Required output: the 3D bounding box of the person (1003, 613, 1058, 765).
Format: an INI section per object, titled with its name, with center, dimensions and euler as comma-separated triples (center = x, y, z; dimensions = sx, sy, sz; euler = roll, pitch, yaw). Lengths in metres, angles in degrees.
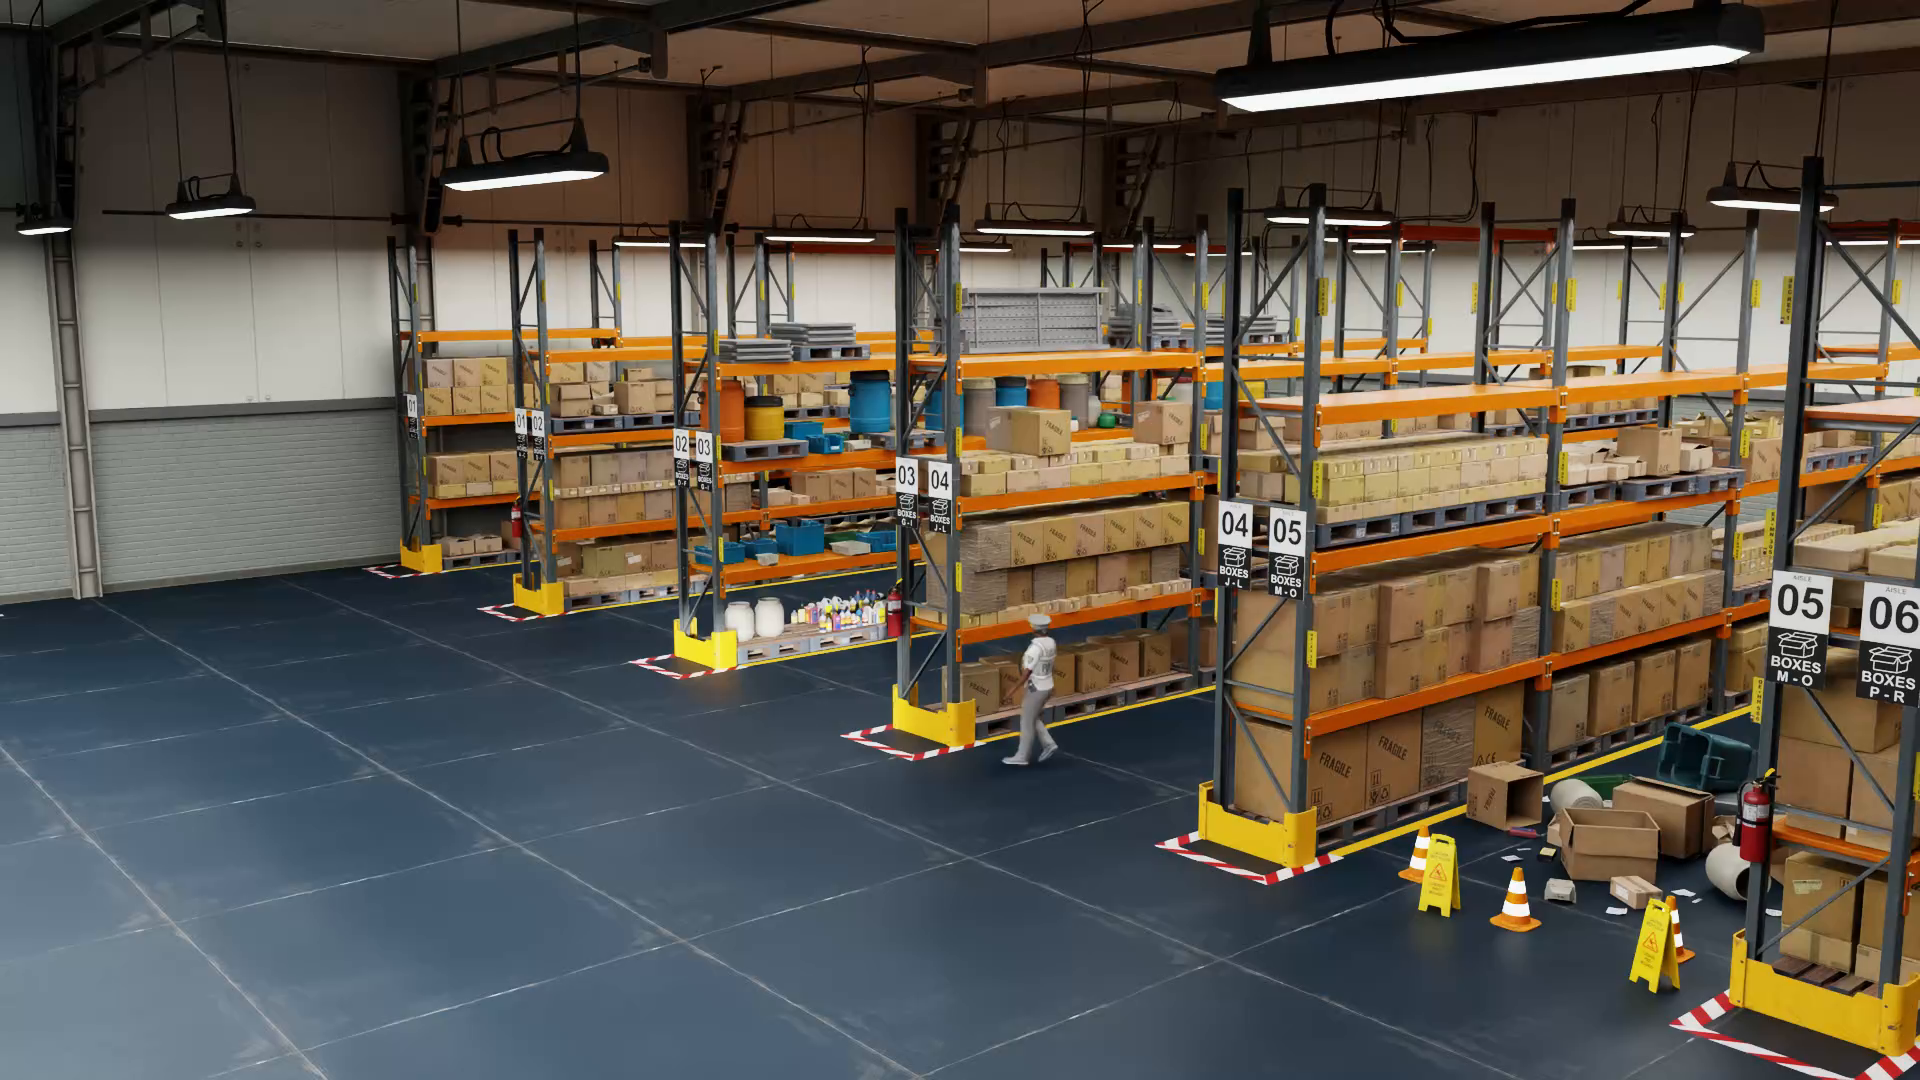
[person]
center = 0.752, 1.611, 17.864
dimensions = 0.595, 1.656, 0.501
euler = 3, 9, 16
